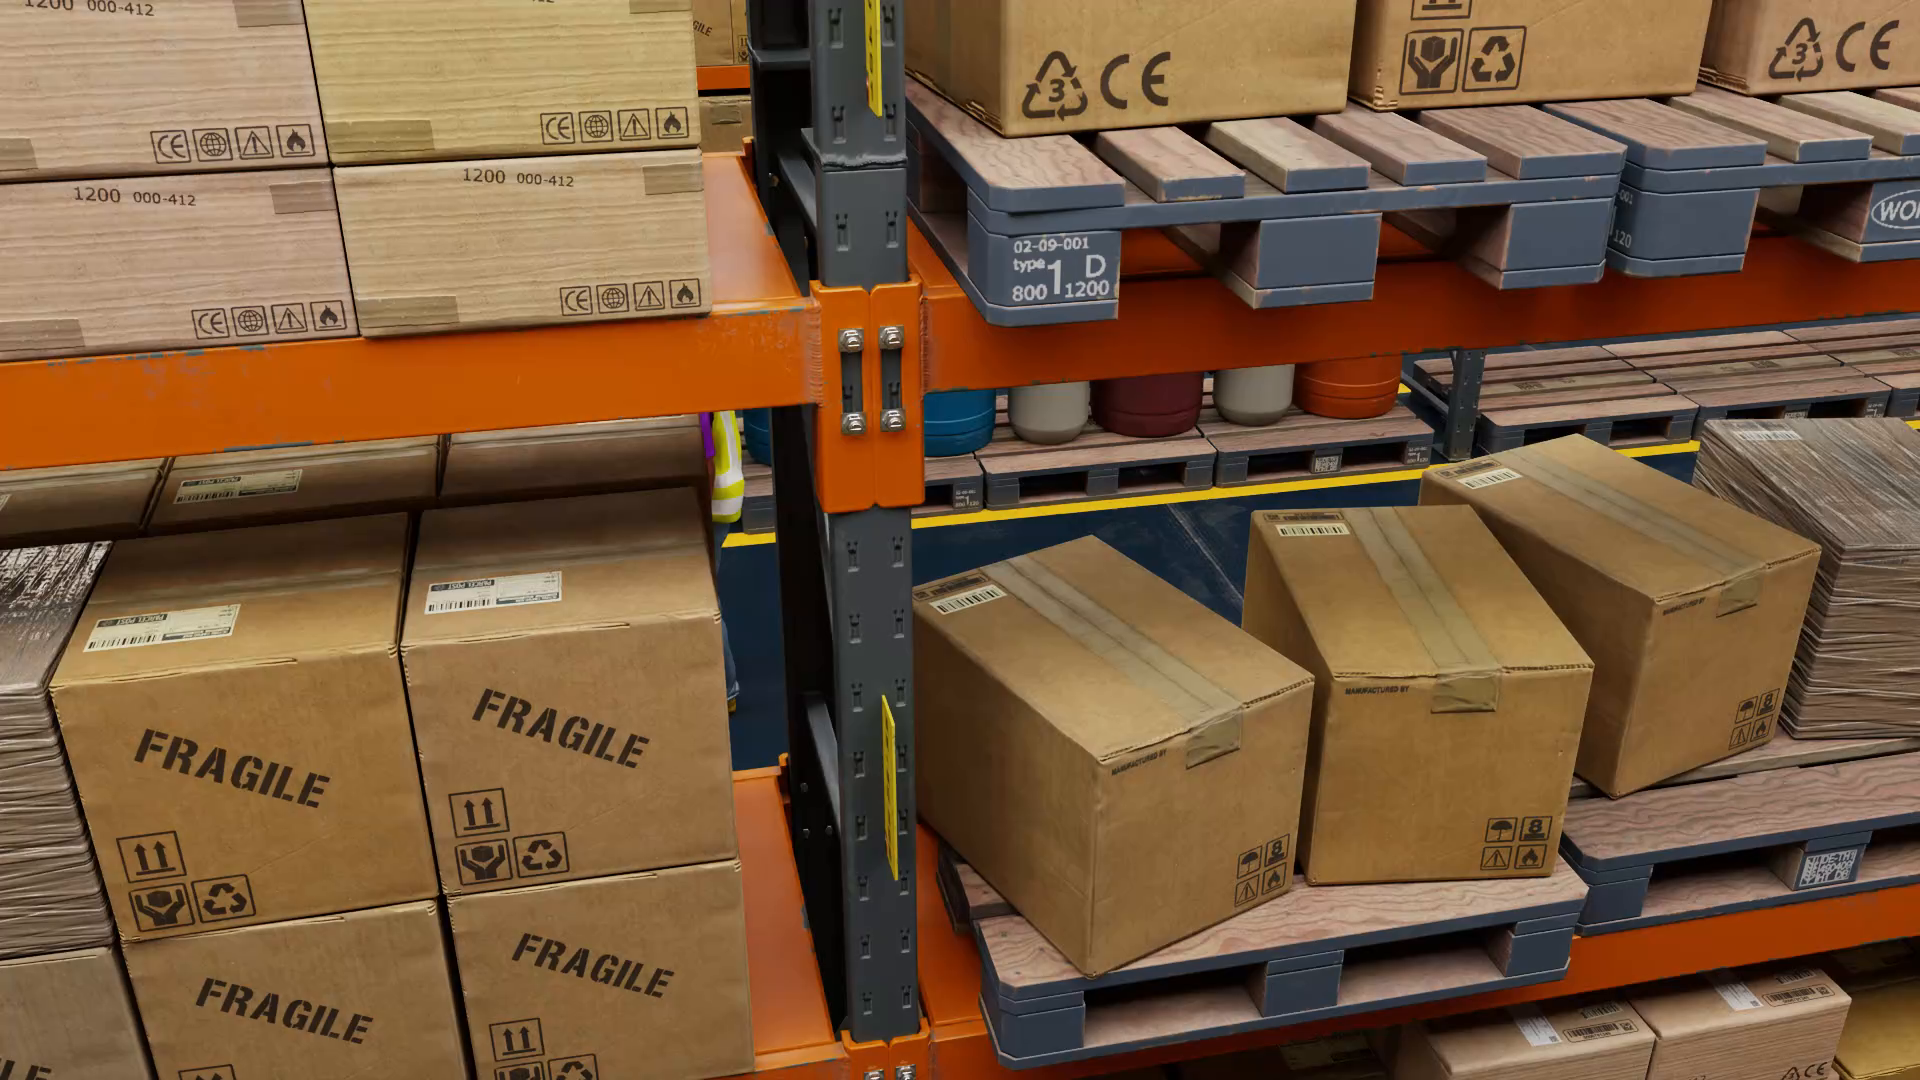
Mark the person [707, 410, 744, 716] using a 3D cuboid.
[{"bbox_3d":[-6.790,-7.992,13.975,6.770,9.002,23.378,-6,27,-12],"label":"person"}]
